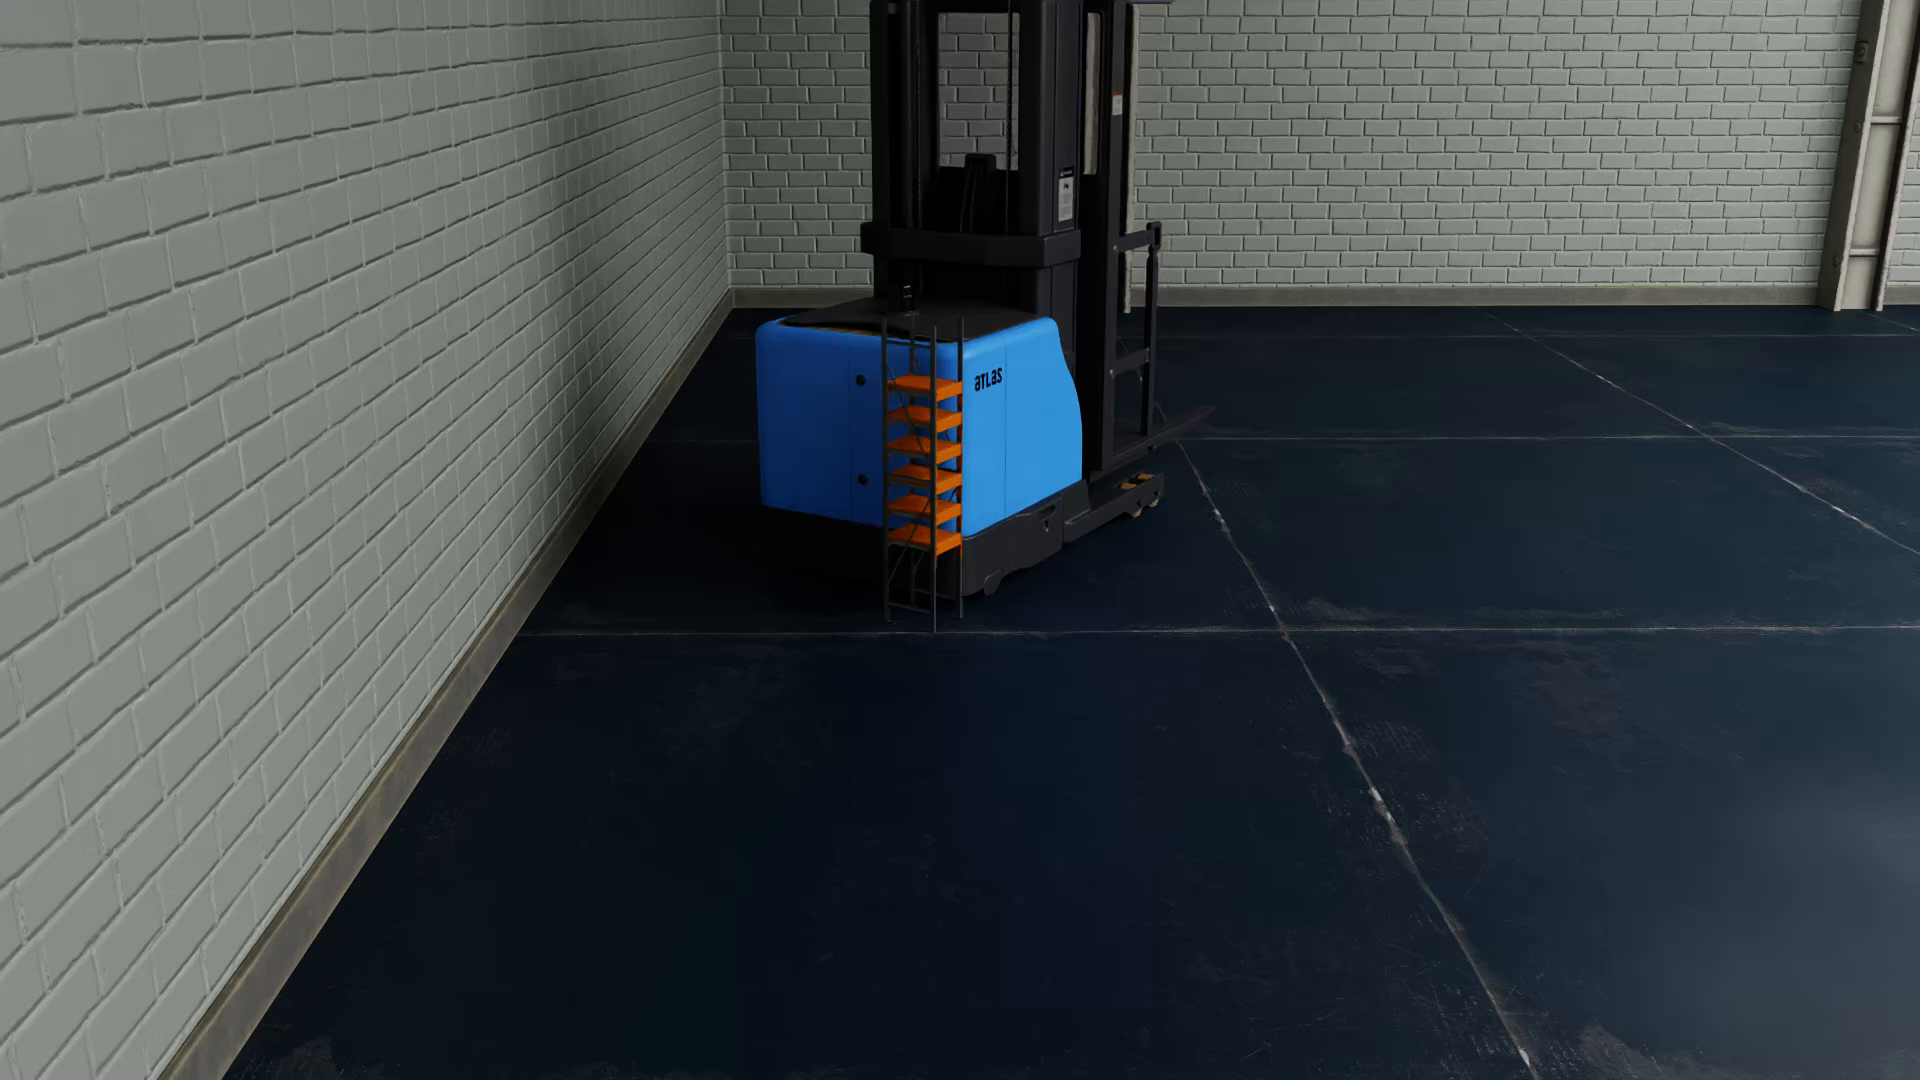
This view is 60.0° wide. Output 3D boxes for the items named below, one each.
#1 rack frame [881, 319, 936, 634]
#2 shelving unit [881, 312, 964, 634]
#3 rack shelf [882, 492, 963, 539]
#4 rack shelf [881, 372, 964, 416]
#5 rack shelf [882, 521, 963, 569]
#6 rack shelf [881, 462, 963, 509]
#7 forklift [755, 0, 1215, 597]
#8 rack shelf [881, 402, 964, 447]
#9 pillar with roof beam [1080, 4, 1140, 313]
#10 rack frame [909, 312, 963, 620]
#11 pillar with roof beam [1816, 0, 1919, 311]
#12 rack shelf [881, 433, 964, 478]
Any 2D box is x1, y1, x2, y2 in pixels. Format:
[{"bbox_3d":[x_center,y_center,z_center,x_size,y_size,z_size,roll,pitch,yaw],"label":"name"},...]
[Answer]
[{"bbox_3d":[-0.193,-0.229,6.294,0.240,1.200,0.006,12,21,31],"label":"rack frame"},{"bbox_3d":[-0.144,-0.253,6.367,0.258,1.200,0.189,12,21,31],"label":"shelving unit"},{"bbox_3d":[-0.145,-0.097,6.418,0.258,0.103,0.180,12,21,31],"label":"rack shelf"},{"bbox_3d":[-0.142,-0.553,6.269,0.258,0.103,0.180,12,21,31],"label":"rack shelf"},{"bbox_3d":[-0.146,0.018,6.456,0.258,0.103,0.180,12,21,31],"label":"rack shelf"},{"bbox_3d":[-0.144,-0.211,6.381,0.258,0.103,0.180,12,21,31],"label":"rack shelf"},{"bbox_3d":[0.332,-1.565,7.629,1.130,2.935,3.031,10,20,29],"label":"forklift"},{"bbox_3d":[-0.143,-0.439,6.306,0.258,0.103,0.180,12,21,31],"label":"rack shelf"},{"bbox_3d":[1.215,-4.813,7.818,0.400,9.000,9.100,0,18,-1],"label":"pillar with roof beam"},{"bbox_3d":[-0.094,-0.276,6.440,0.240,1.200,0.006,12,21,31],"label":"rack frame"},{"bbox_3d":[7.214,-4.842,7.909,0.400,9.000,9.100,0,18,-1],"label":"pillar with roof beam"},{"bbox_3d":[-0.143,-0.325,6.344,0.258,0.103,0.180,12,21,31],"label":"rack shelf"}]
